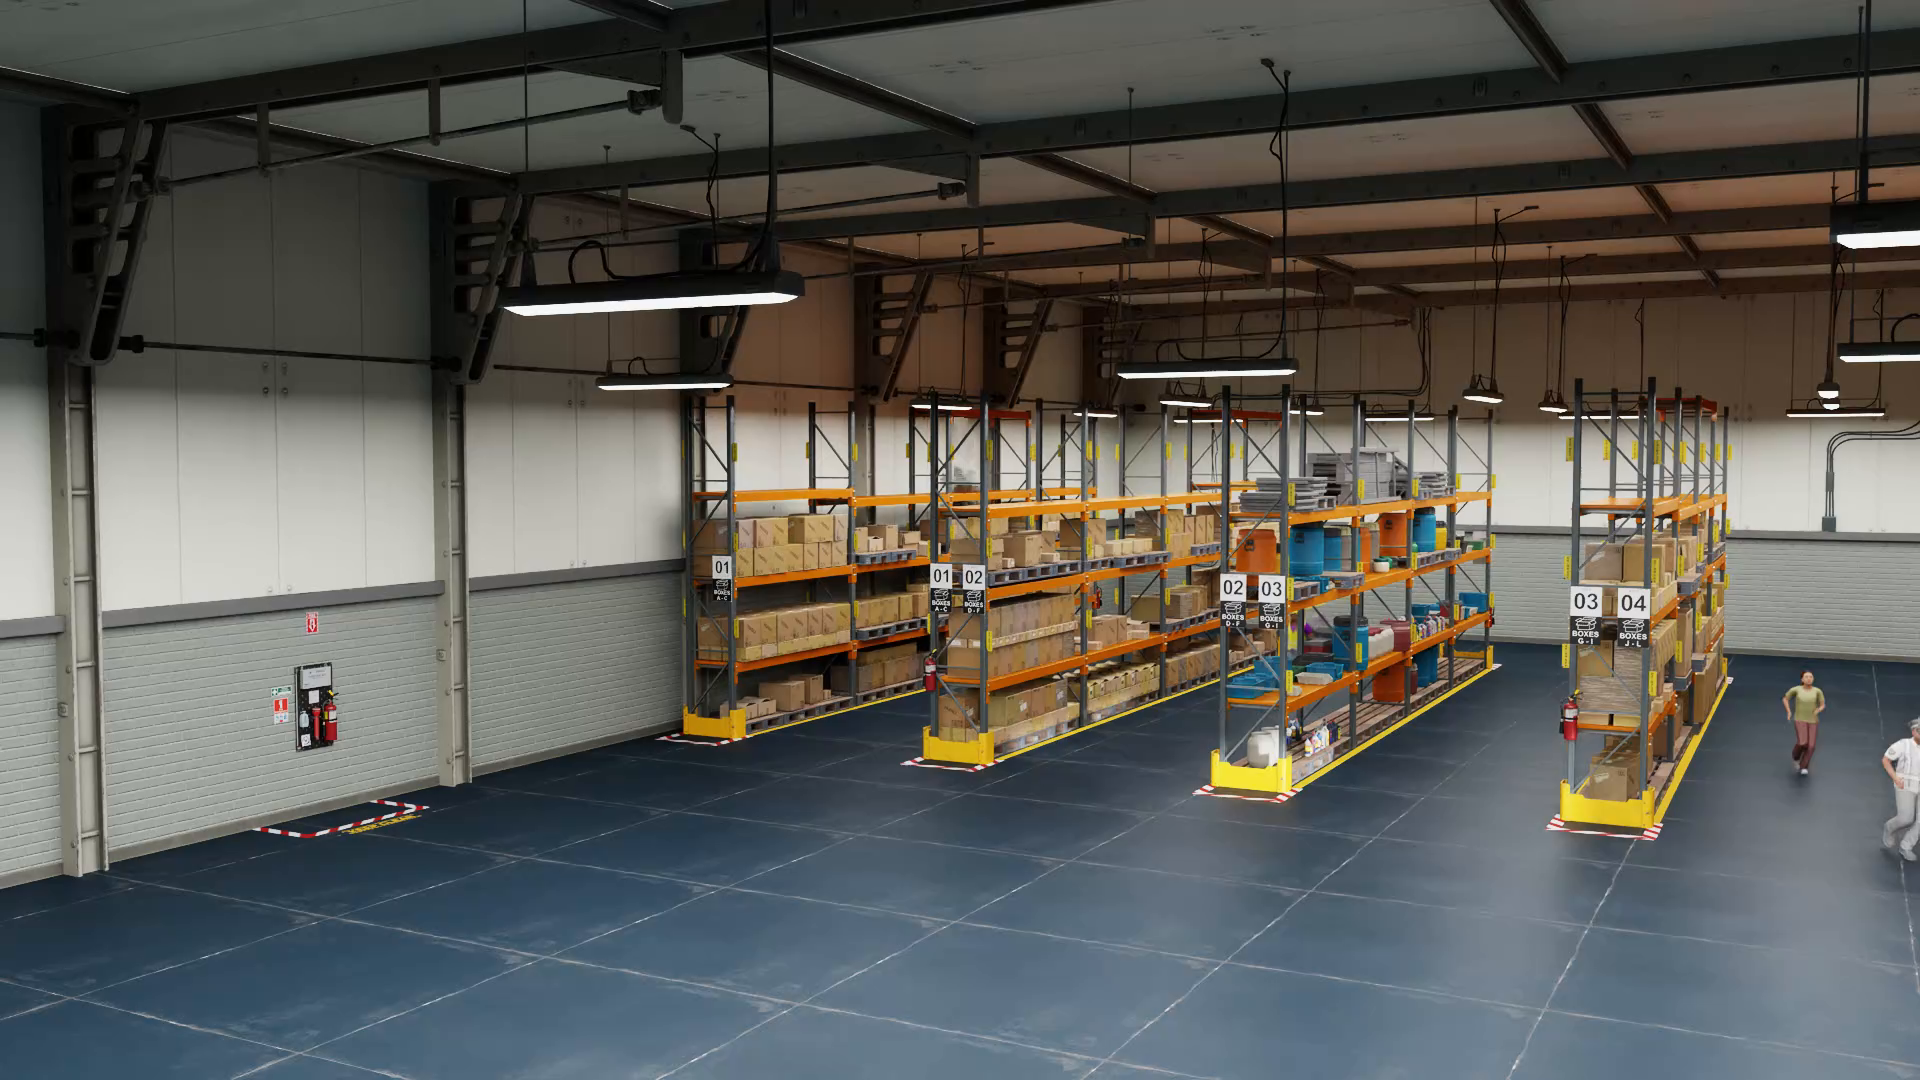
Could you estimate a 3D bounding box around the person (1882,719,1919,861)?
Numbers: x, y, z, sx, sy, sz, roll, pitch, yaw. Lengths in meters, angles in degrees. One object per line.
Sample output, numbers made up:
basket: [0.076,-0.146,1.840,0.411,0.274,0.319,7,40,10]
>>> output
person: [11.802,3.060,20.573,0.694,1.748,0.564,0,3,7]

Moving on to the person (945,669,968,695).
person: [-0.039,2.531,30.828,0.549,1.752,0.764,1,3,26]

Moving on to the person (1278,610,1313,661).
person: [6.932,2.312,34.535,0.676,1.783,0.661,1,3,24]

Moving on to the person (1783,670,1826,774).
person: [13.085,2.825,25.716,0.566,1.629,0.549,1,3,13]
